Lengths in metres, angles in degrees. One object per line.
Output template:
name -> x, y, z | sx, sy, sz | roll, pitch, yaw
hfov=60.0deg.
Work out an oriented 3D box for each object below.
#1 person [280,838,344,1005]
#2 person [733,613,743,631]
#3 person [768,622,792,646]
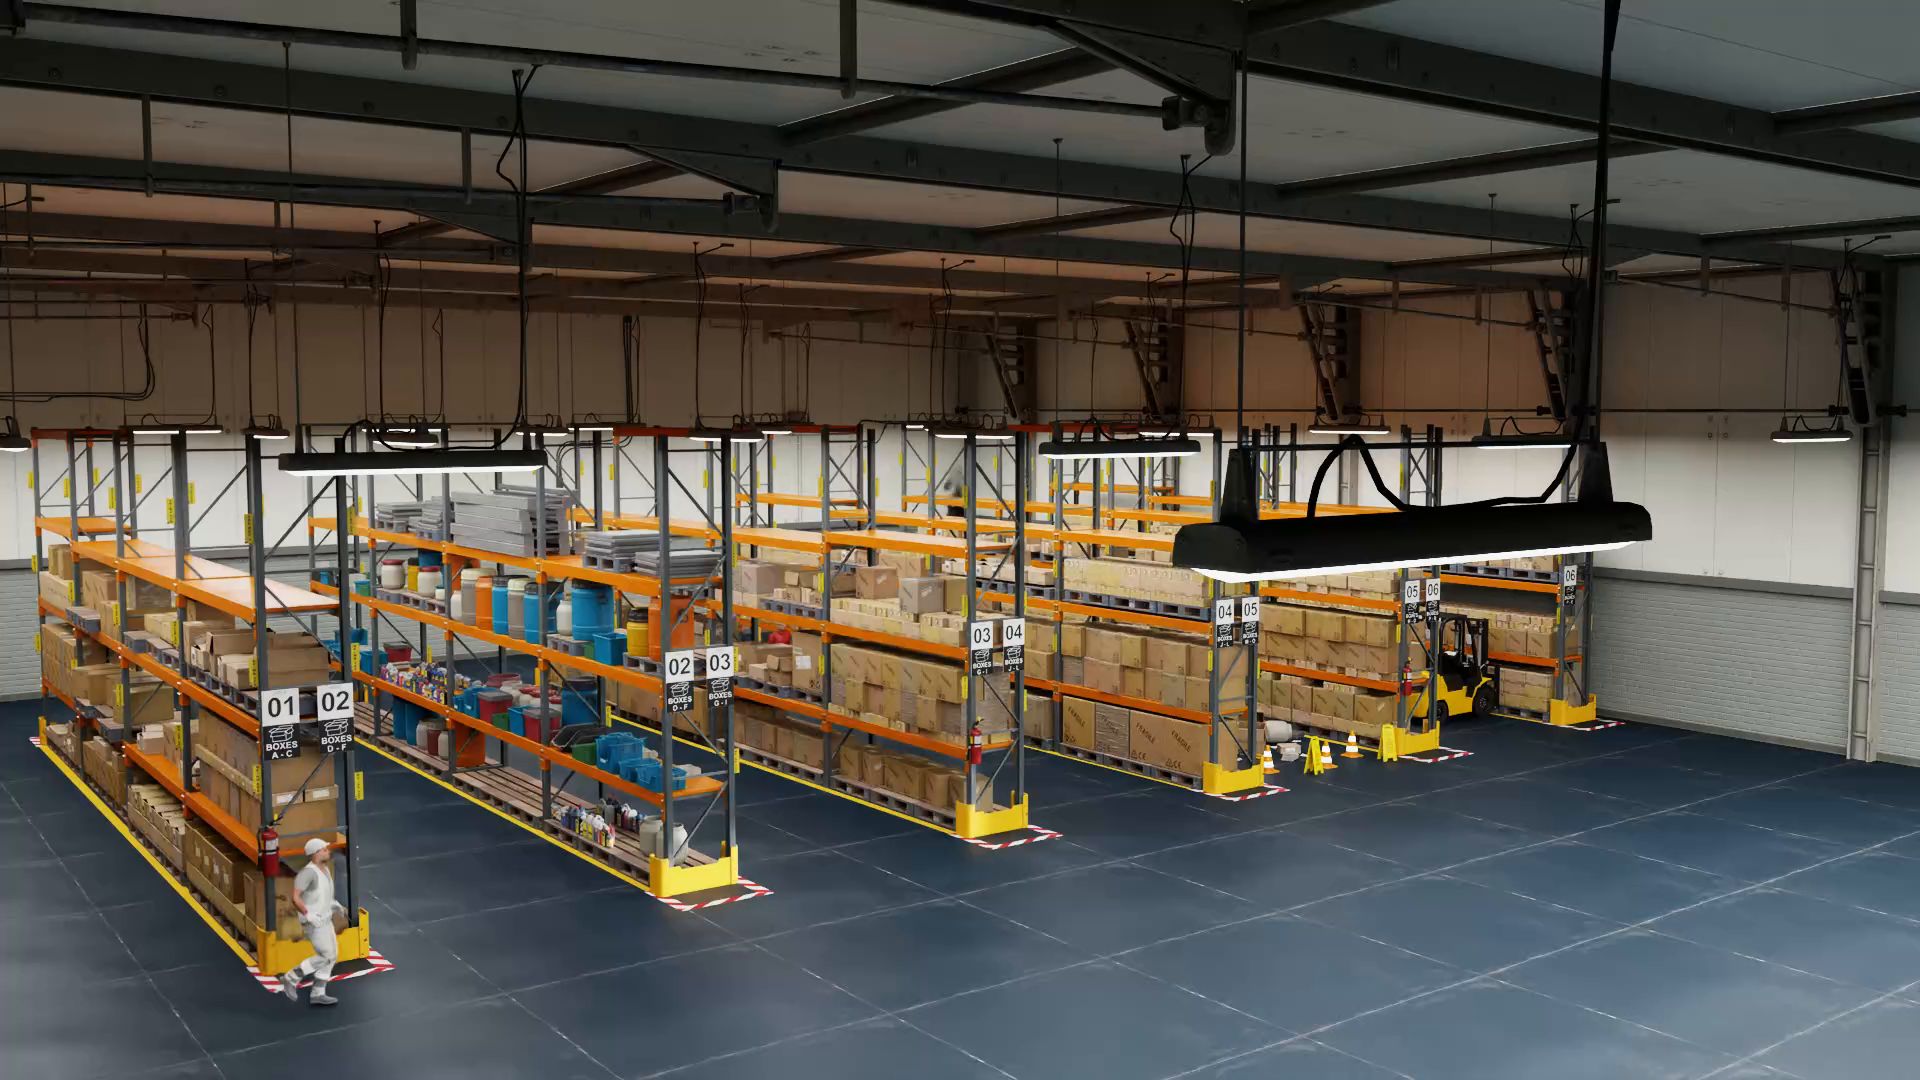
person -> -6.942, 4.067, 17.833 | 0.575, 1.737, 0.703 | 0, 4, -5
person -> -5.627, 2.271, 41.748 | 0.792, 1.550, 0.682 | -2, 5, -23
person -> -3.908, 2.633, 36.498 | 0.665, 1.766, 0.723 | -3, 5, -33
